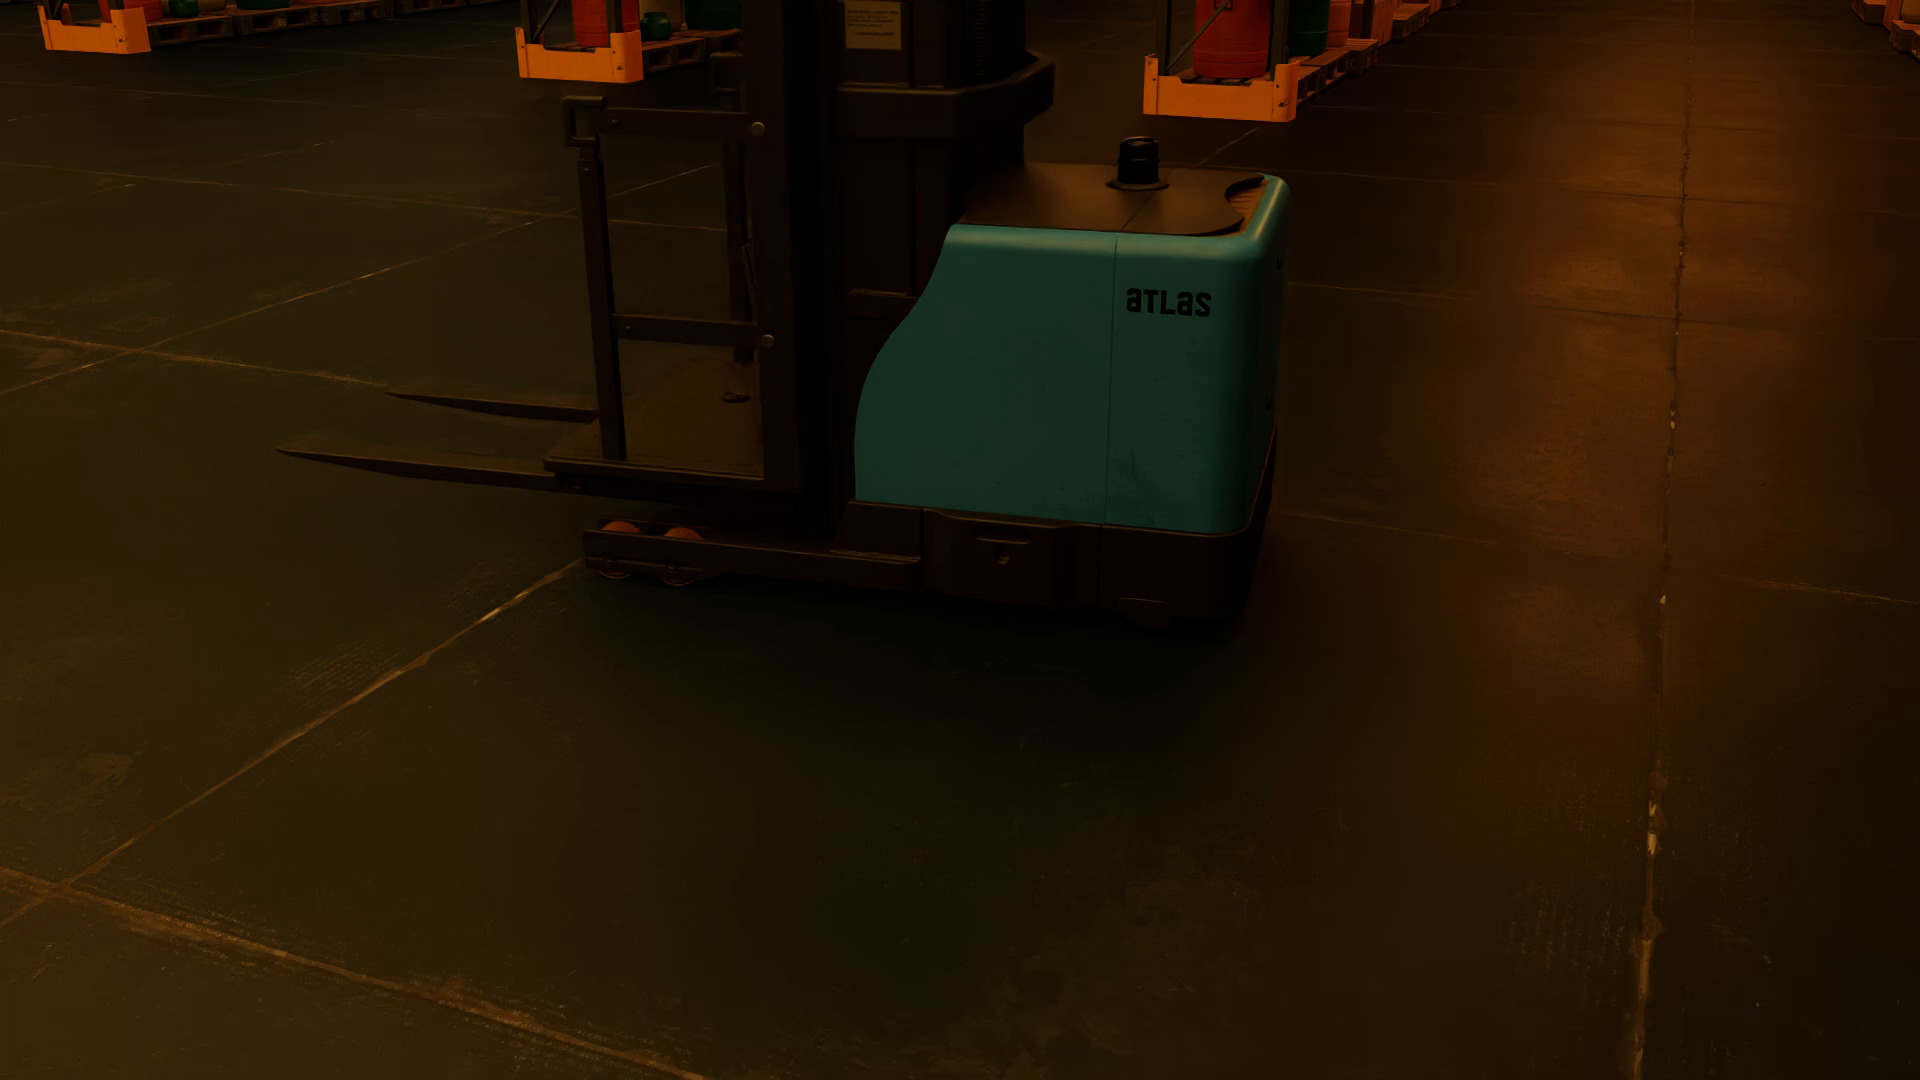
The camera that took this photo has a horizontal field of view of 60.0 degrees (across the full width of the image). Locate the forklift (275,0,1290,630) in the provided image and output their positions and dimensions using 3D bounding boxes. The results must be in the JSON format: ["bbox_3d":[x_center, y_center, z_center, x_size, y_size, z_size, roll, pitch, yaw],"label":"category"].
[{"bbox_3d":[-0.596,-1.408,4.662,3.031,2.935,1.130,6,23,13],"label":"forklift"}]
